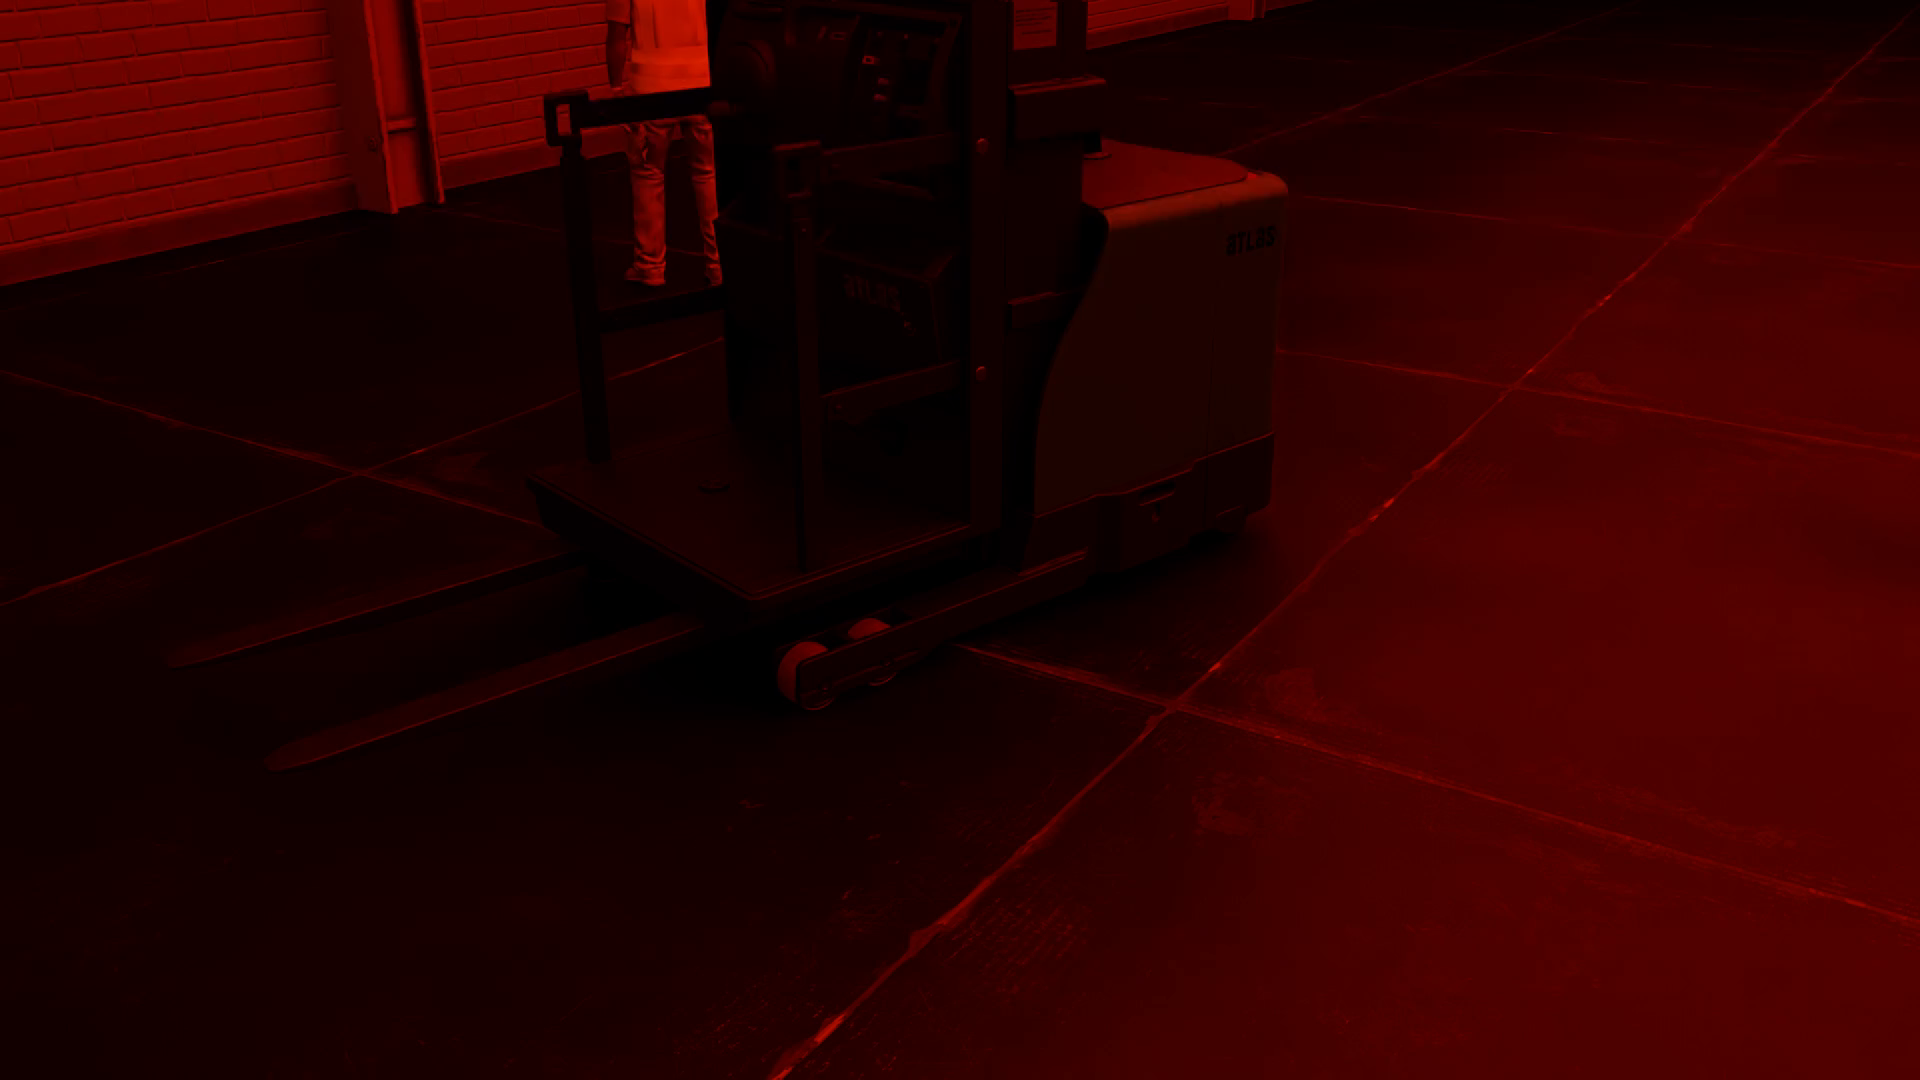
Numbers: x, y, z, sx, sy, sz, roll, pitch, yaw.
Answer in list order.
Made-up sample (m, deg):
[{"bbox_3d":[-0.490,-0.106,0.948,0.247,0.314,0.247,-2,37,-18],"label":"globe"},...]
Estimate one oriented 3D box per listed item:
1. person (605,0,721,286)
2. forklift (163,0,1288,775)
[{"bbox_3d":[-1.298,-2.041,7.574,0.629,1.785,0.462,-9,25,-19],"label":"person"},{"bbox_3d":[-0.482,-1.163,4.031,3.031,2.935,1.130,-19,30,-37],"label":"forklift"}]
